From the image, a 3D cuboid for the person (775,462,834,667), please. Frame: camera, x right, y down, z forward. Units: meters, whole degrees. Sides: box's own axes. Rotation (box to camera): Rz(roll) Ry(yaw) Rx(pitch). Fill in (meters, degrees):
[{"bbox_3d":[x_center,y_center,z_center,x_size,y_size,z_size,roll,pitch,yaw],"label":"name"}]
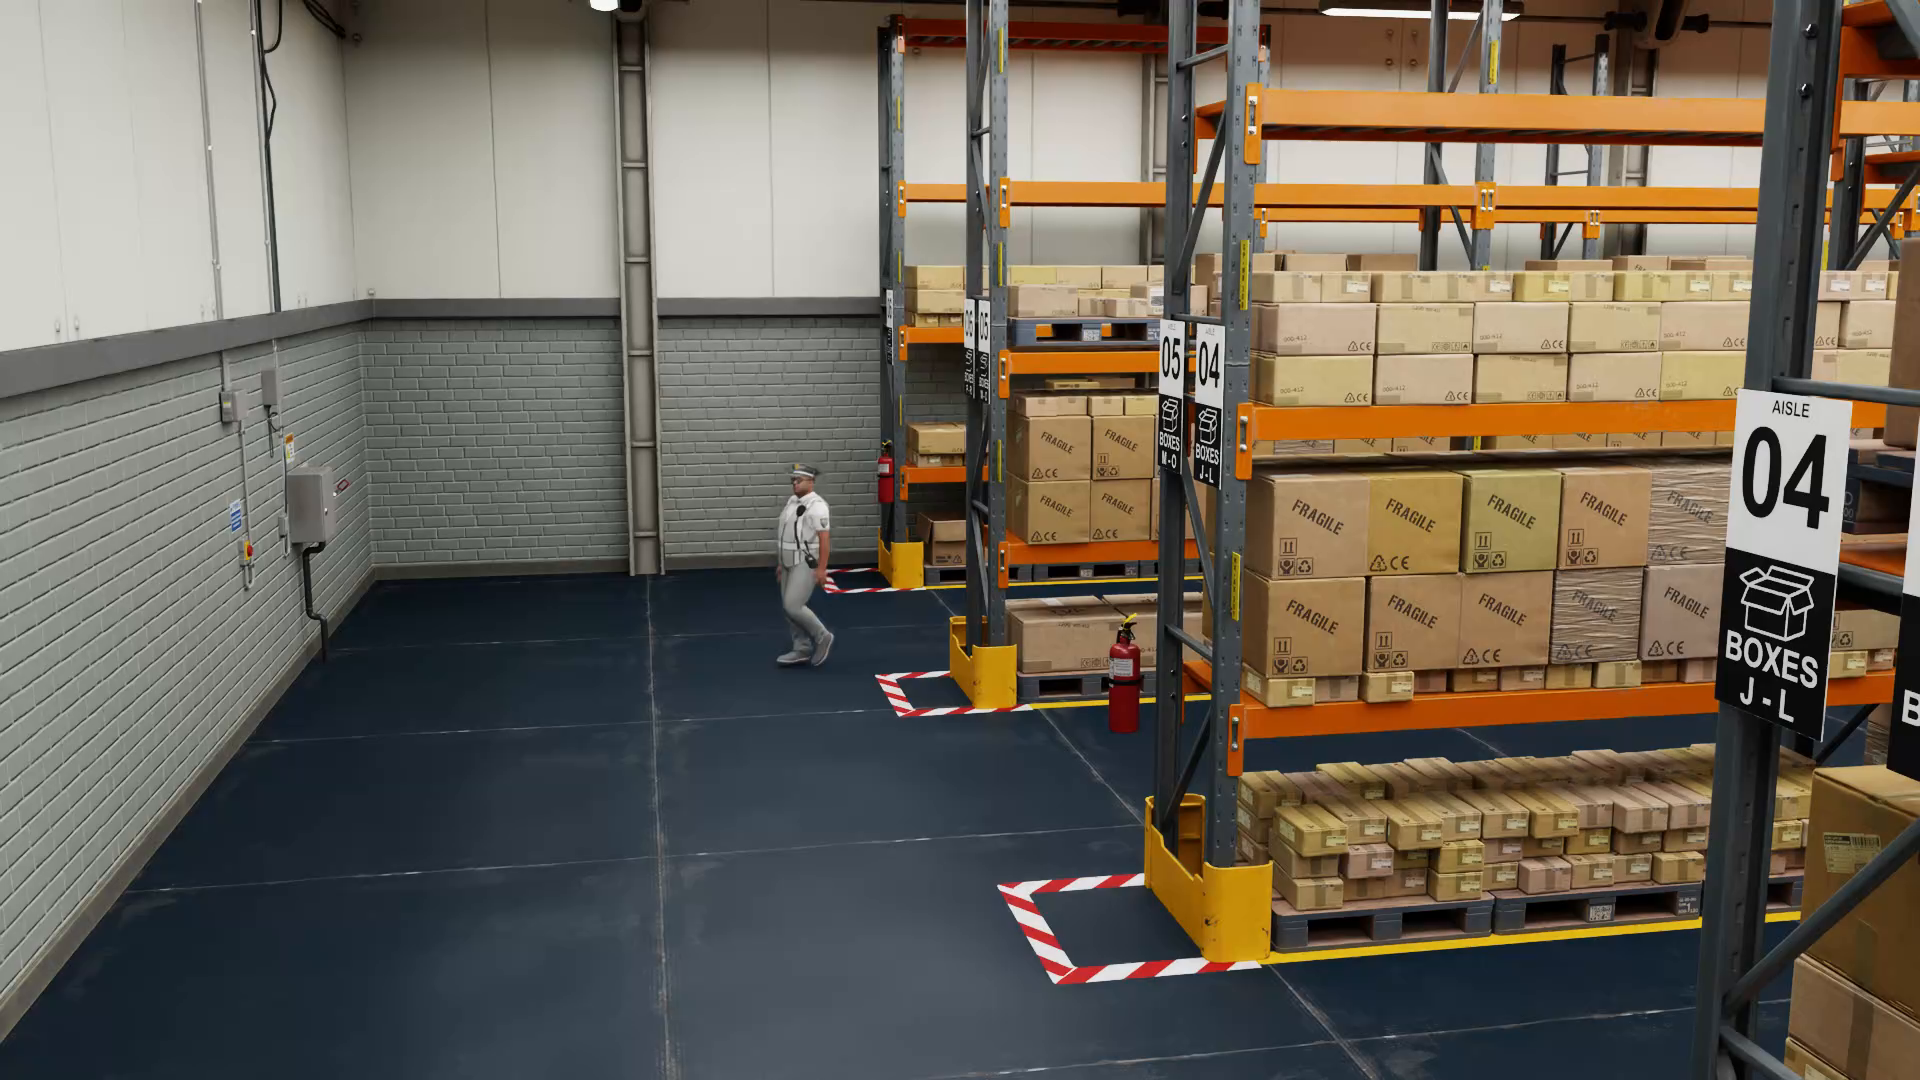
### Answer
[{"bbox_3d":[-1.388,0.215,14.447,0.484,1.782,0.545,-7,12,-35],"label":"person"}]
